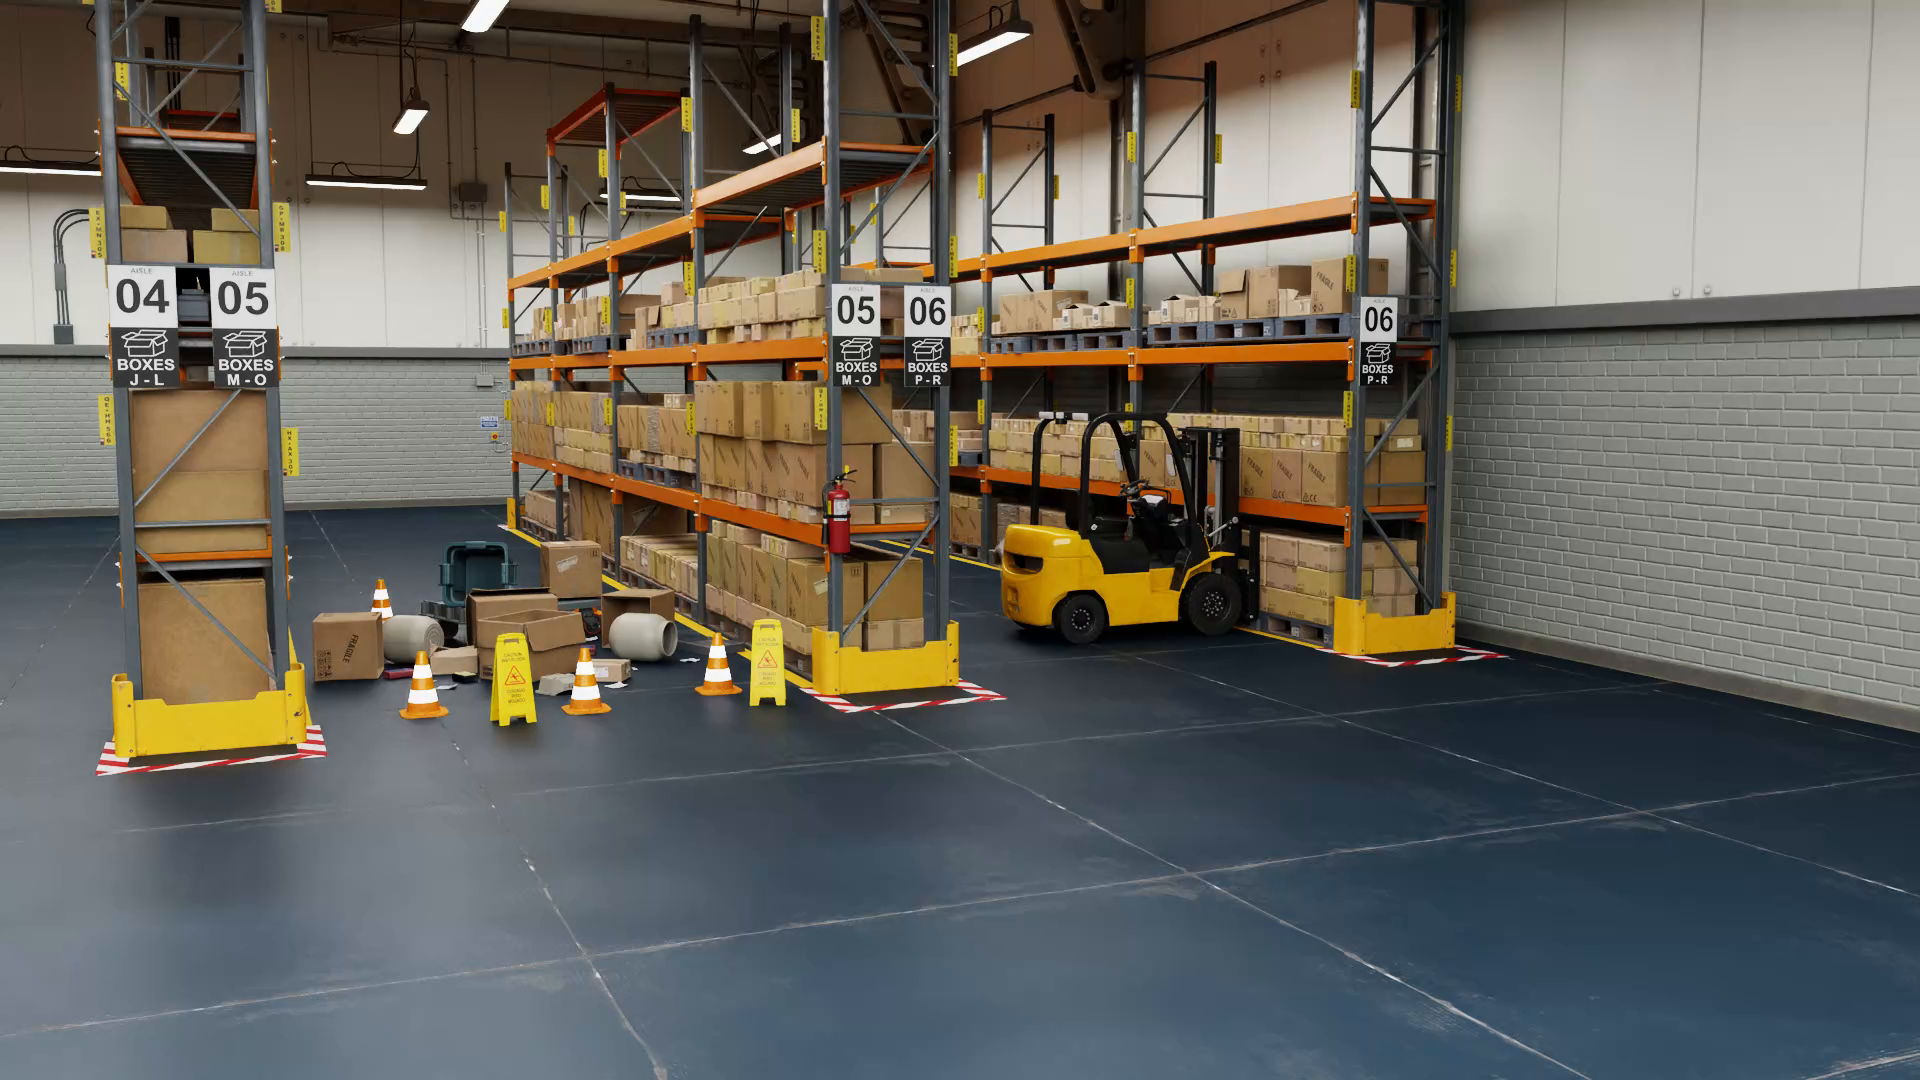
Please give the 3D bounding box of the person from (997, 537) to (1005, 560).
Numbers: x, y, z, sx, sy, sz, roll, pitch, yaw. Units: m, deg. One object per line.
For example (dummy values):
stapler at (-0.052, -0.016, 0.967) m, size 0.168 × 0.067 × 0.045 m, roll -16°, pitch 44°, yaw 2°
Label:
person at (0.809, 0.345, 17.669) m, size 0.852 × 0.852 × 0.476 m, roll -3°, pitch 6°, yaw -26°
